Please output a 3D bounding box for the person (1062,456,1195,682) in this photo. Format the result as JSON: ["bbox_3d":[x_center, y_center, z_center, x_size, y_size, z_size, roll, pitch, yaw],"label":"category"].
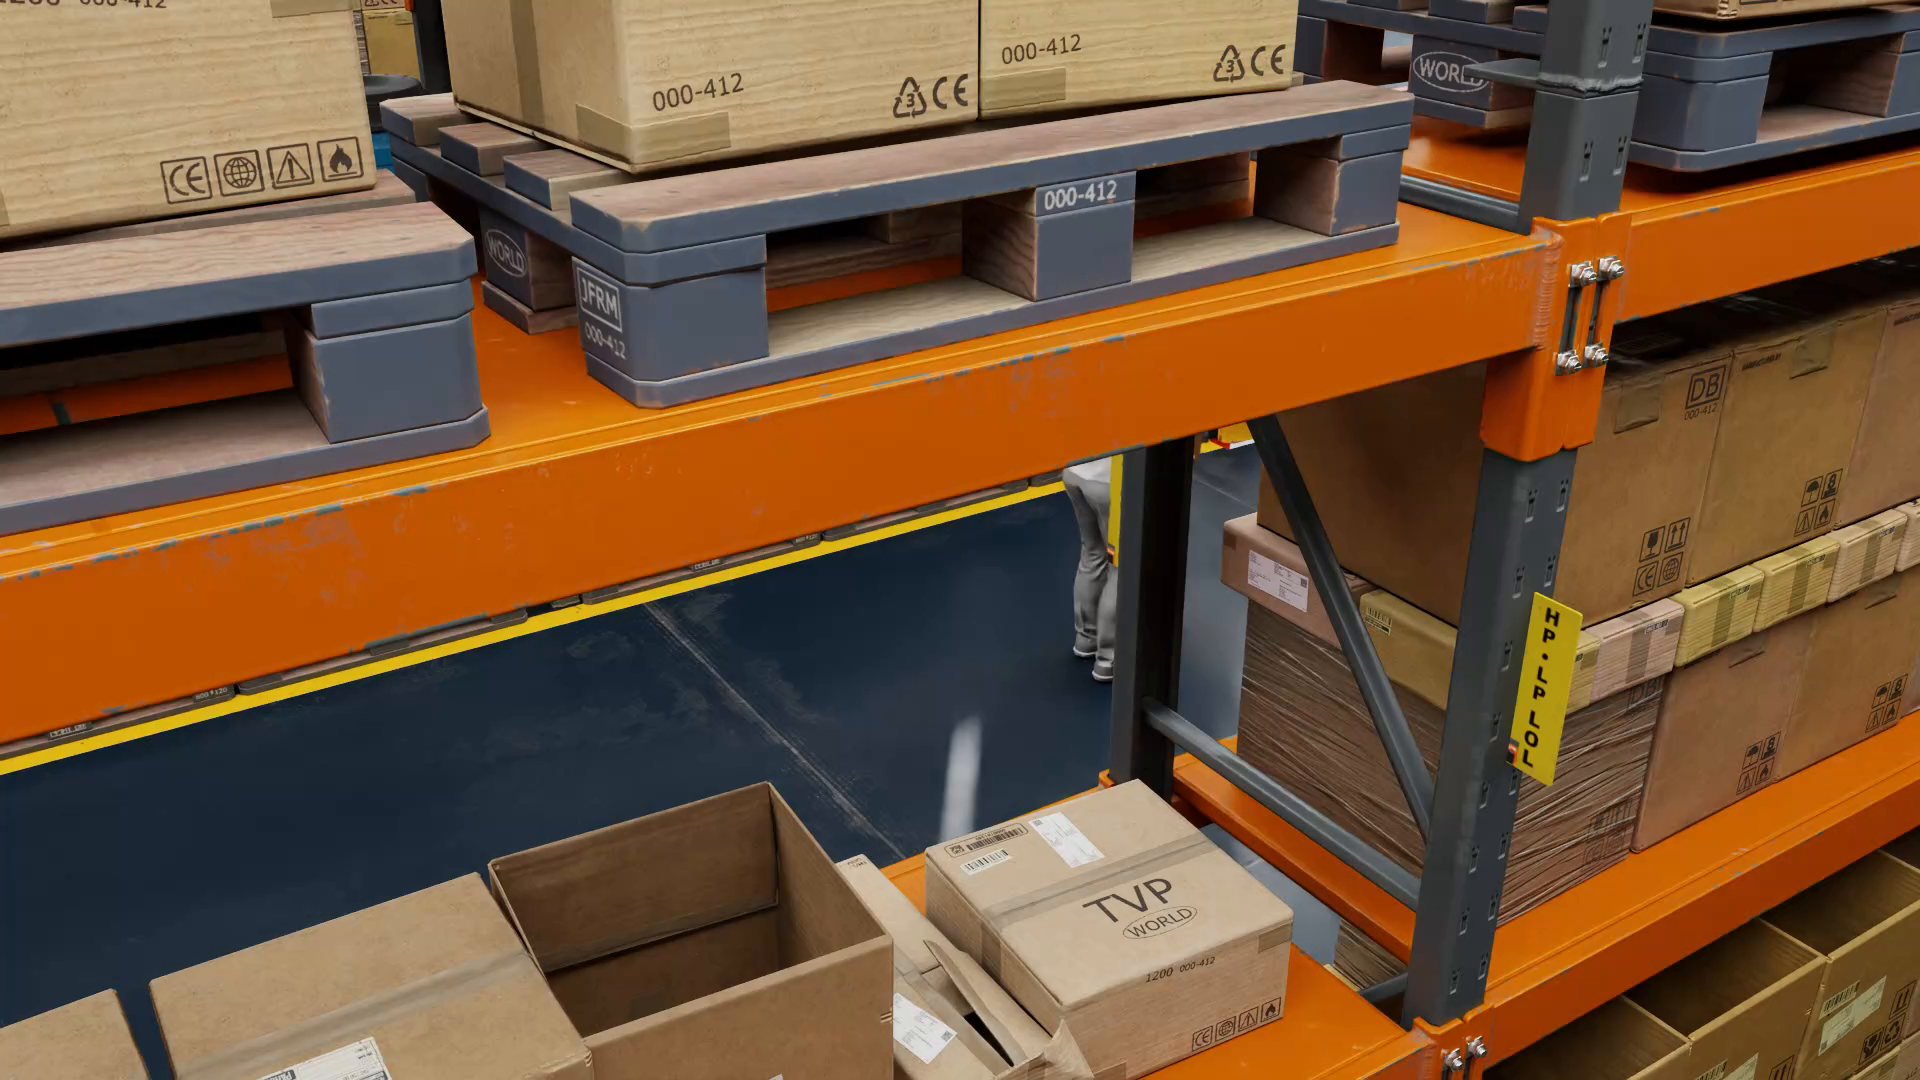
[{"bbox_3d":[0.627,-0.263,6.634,0.555,1.687,0.461,-15,29,-29],"label":"person"}]
